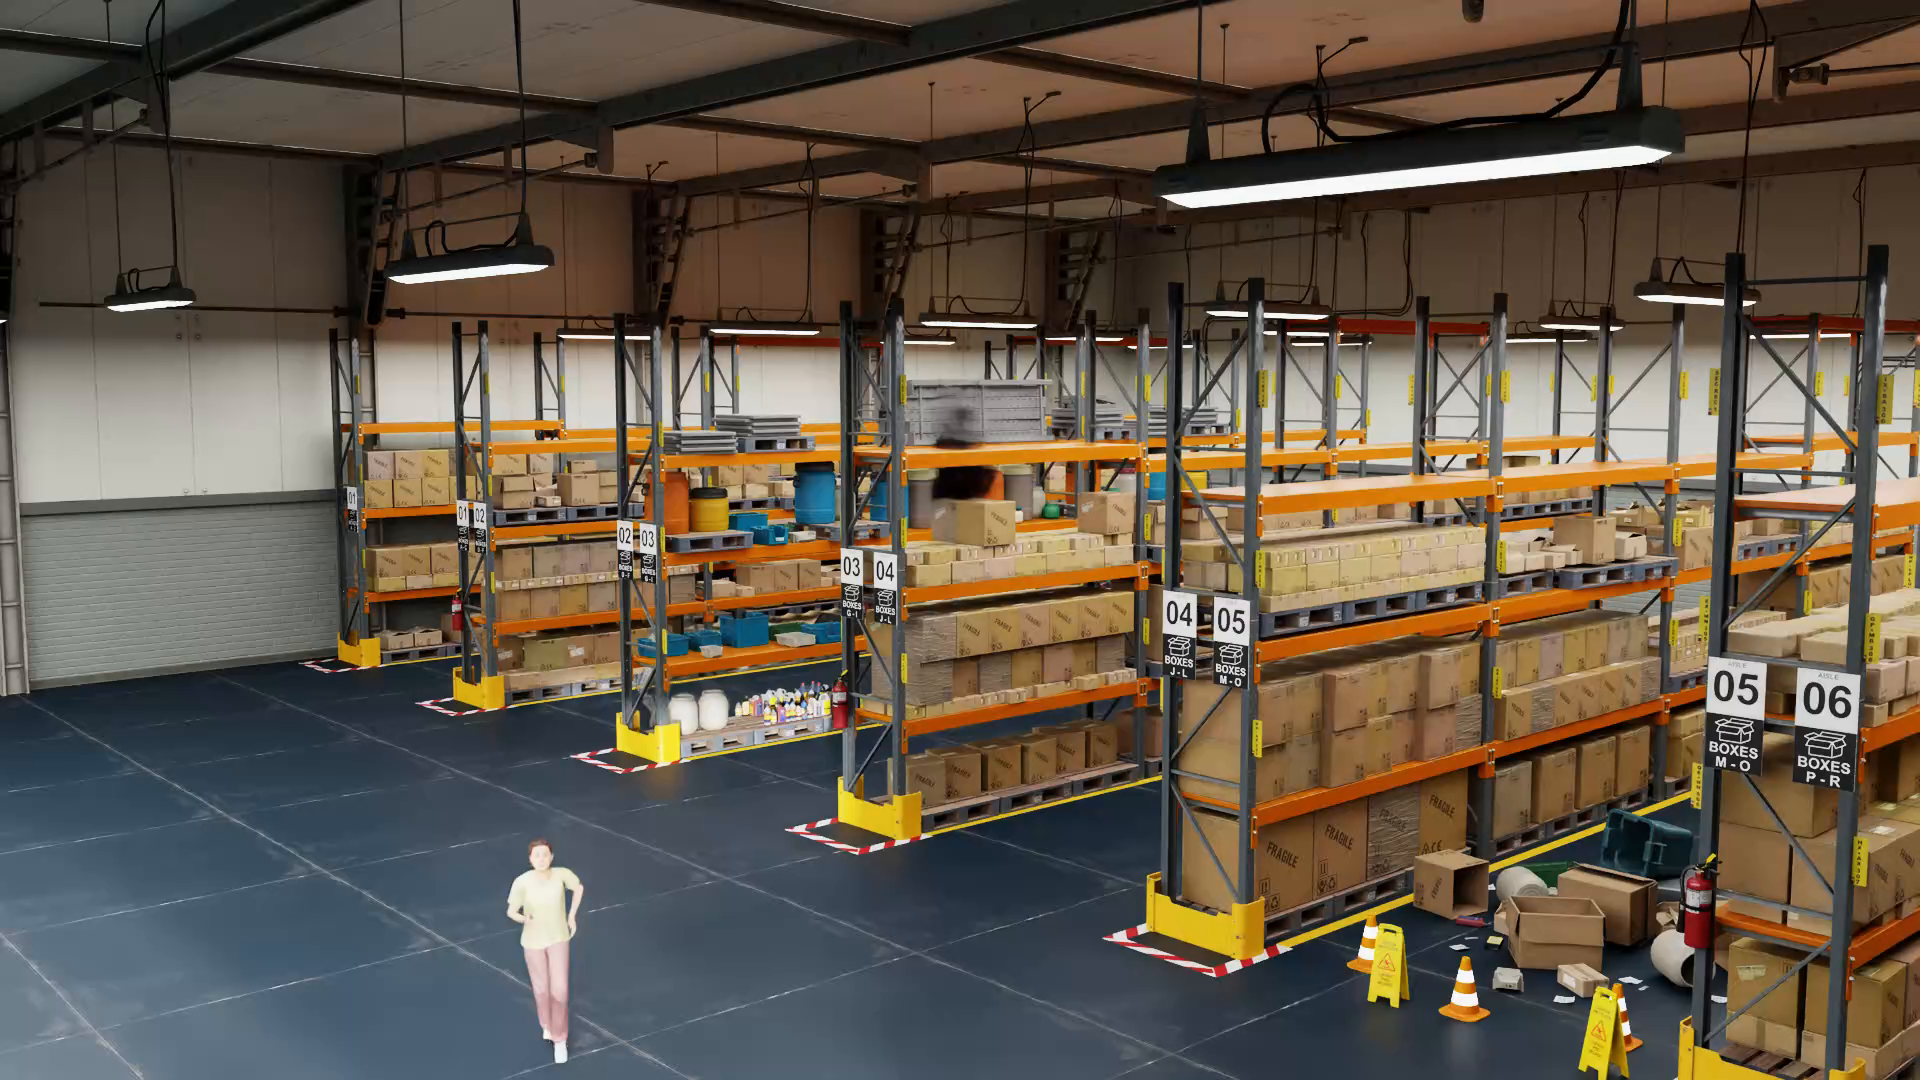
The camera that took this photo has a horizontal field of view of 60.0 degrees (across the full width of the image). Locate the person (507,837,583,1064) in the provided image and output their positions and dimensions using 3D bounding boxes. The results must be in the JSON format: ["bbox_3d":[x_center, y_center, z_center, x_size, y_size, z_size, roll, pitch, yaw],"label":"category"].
[{"bbox_3d":[-3.150,3.097,12.646,0.556,1.710,0.711,-1,6,-10],"label":"person"}]

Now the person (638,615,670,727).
[{"bbox_3d":[-4.456,1.919,24.309,0.598,1.669,0.608,4,7,35],"label":"person"}]
